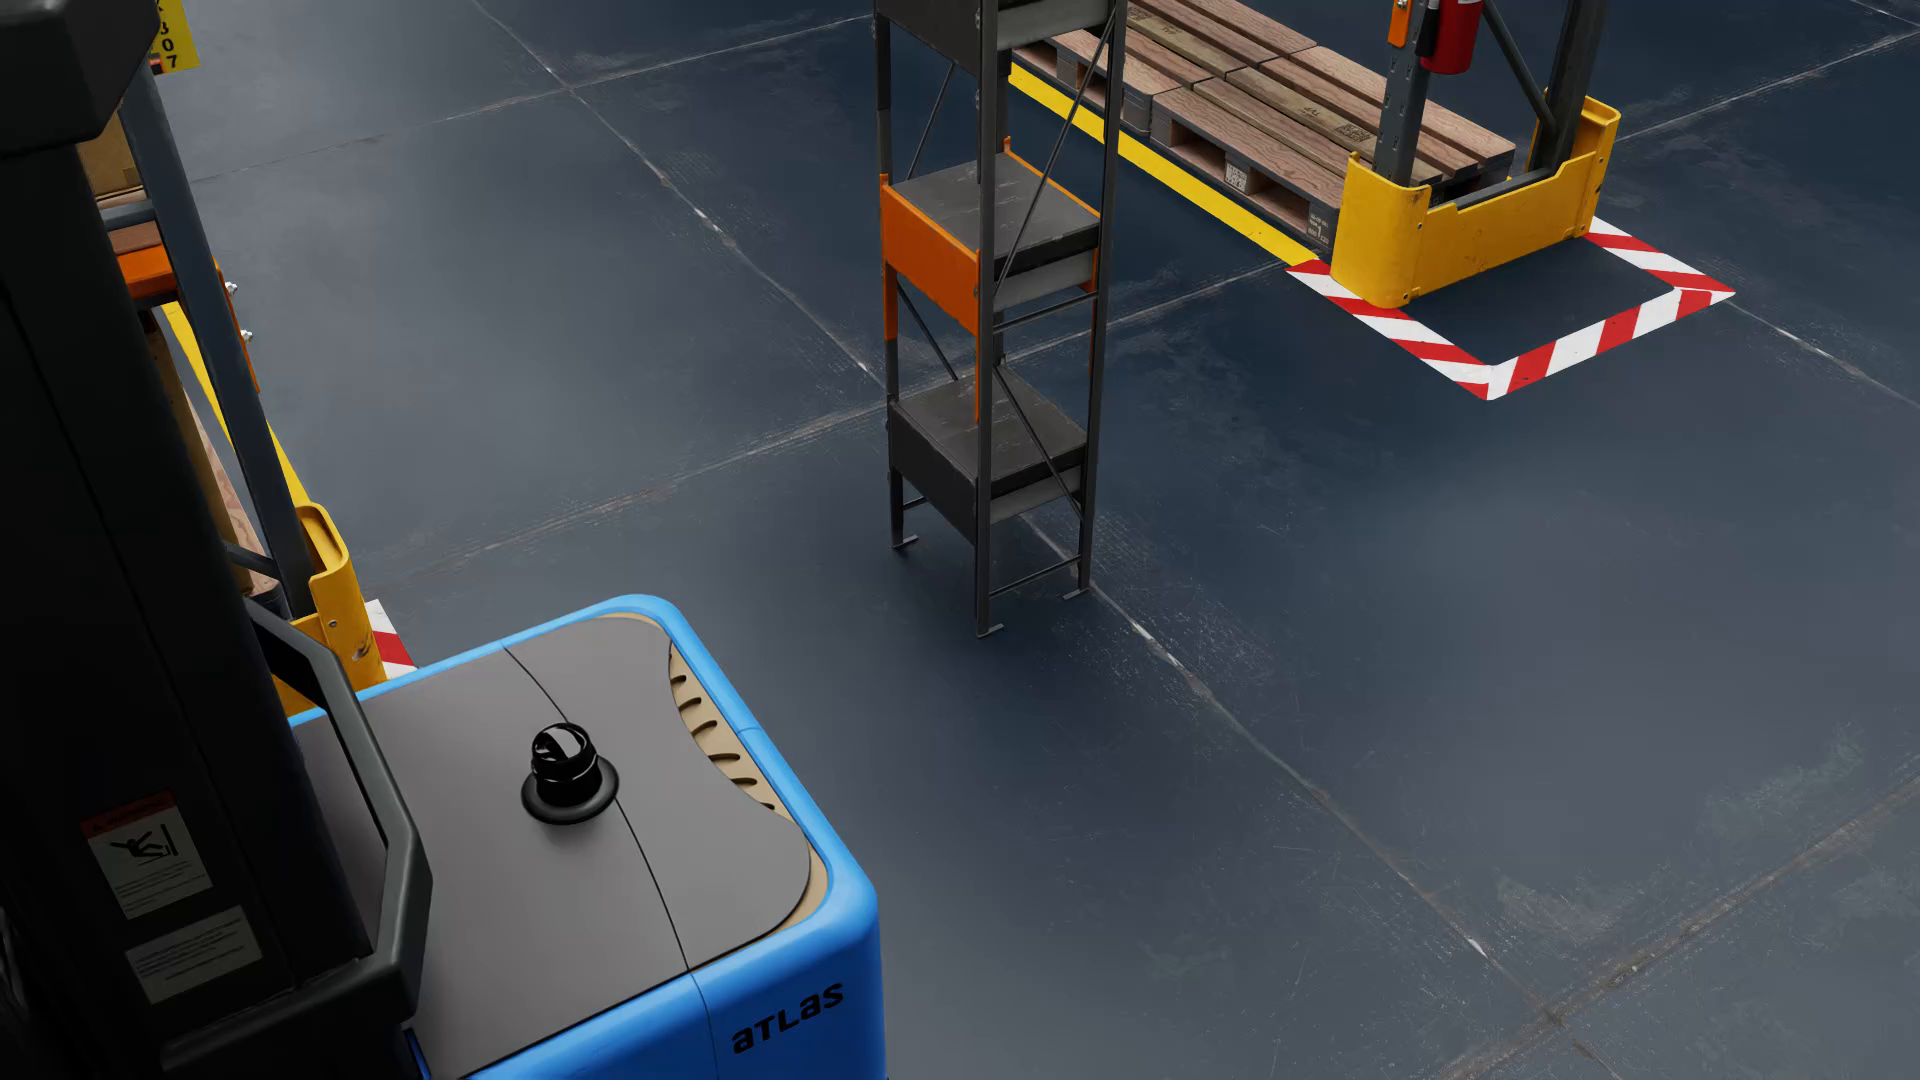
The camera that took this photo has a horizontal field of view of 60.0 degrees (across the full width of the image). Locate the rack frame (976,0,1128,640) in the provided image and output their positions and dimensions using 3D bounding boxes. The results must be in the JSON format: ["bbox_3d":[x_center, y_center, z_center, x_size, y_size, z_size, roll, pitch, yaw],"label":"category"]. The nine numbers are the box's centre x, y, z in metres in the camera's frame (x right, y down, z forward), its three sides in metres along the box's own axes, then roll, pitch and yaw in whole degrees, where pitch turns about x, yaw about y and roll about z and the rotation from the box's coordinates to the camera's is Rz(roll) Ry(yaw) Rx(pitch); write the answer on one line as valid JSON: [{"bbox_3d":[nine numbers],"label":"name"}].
[{"bbox_3d":[0.220,-0.586,4.313,0.400,2.100,0.015,-22,45,-24],"label":"rack frame"}]

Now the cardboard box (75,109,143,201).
[{"bbox_3d":[-2.227,-1.017,4.012,0.500,0.250,0.500,-23,45,-25],"label":"cardboard box"}]

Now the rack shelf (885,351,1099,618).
[{"bbox_3d":[0.089,-0.169,4.927,0.431,0.518,0.480,-22,45,-24],"label":"rack shelf"}]

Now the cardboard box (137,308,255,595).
[{"bbox_3d":[-2.608,-0.271,4.564,0.875,0.875,0.875,-22,45,-24],"label":"cardboard box"}]

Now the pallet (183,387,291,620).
[{"bbox_3d":[-2.692,0.059,5.015,1.003,0.211,1.213,-22,45,-24],"label":"pallet"}]

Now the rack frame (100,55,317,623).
[{"bbox_3d":[-2.196,-0.608,3.637,1.000,3.000,0.127,-22,45,-24],"label":"rack frame"}]

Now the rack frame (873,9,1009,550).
[{"bbox_3d":[-0.042,-0.849,4.629,0.400,2.100,0.015,-22,45,-24],"label":"rack frame"}]

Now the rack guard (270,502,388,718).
[{"bbox_3d":[-2.183,0.365,4.421,1.175,0.500,0.348,-22,45,-24],"label":"rack guard"}]

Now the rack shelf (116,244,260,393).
[{"bbox_3d":[-3.272,-1.411,5.162,1.077,0.370,4.000,-22,45,-24],"label":"rack shelf"}]

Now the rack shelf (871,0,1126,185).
[{"bbox_3d":[0.089,-1.245,4.031,0.431,0.518,0.480,-22,45,-24],"label":"rack shelf"}]

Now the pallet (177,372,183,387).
[{"bbox_3d":[-3.344,-0.599,5.804,1.003,0.211,1.213,-22,45,-24],"label":"pallet"}]

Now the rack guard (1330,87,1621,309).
[{"bbox_3d":[2.004,-1.344,6.473,1.175,0.500,0.348,-22,45,-24],"label":"rack guard"}]

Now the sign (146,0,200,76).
[{"bbox_3d":[-1.725,-1.159,3.559,0.100,0.325,0.005,-22,45,-24],"label":"sign"}]

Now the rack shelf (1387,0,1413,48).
[{"bbox_3d":[0.904,-3.116,7.208,1.077,0.370,4.000,-22,45,-24],"label":"rack shelf"}]

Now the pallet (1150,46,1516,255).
[{"bbox_3d":[1.569,-1.700,7.125,1.003,0.211,1.213,-22,45,-24],"label":"pallet"}]

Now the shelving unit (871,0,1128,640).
[{"bbox_3d":[0.089,-0.717,4.471,0.431,2.100,0.503,-22,45,-24],"label":"shelving unit"}]

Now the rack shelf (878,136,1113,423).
[{"bbox_3d":[0.089,-0.707,4.479,0.431,0.518,0.480,-22,45,-24],"label":"rack shelf"}]

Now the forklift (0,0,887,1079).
[{"bbox_3d":[-1.655,0.540,2.313,3.031,2.935,1.130,-21,44,-23],"label":"forklift"}]

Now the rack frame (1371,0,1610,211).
[{"bbox_3d":[1.980,-2.313,5.683,1.000,3.000,0.127,-22,45,-24],"label":"rack frame"}]

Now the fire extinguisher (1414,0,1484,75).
[{"bbox_3d":[1.678,-1.902,5.541,0.296,0.674,0.183,-22,45,-24],"label":"fire extinguisher"}]

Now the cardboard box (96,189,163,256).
[{"bbox_3d":[-2.109,-0.817,4.083,0.380,0.149,0.250,-22,44,-24],"label":"cardboard box"}]

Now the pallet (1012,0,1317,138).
[{"bbox_3d":[0.917,-2.358,7.915,1.003,0.211,1.213,-22,45,-24],"label":"pallet"}]
